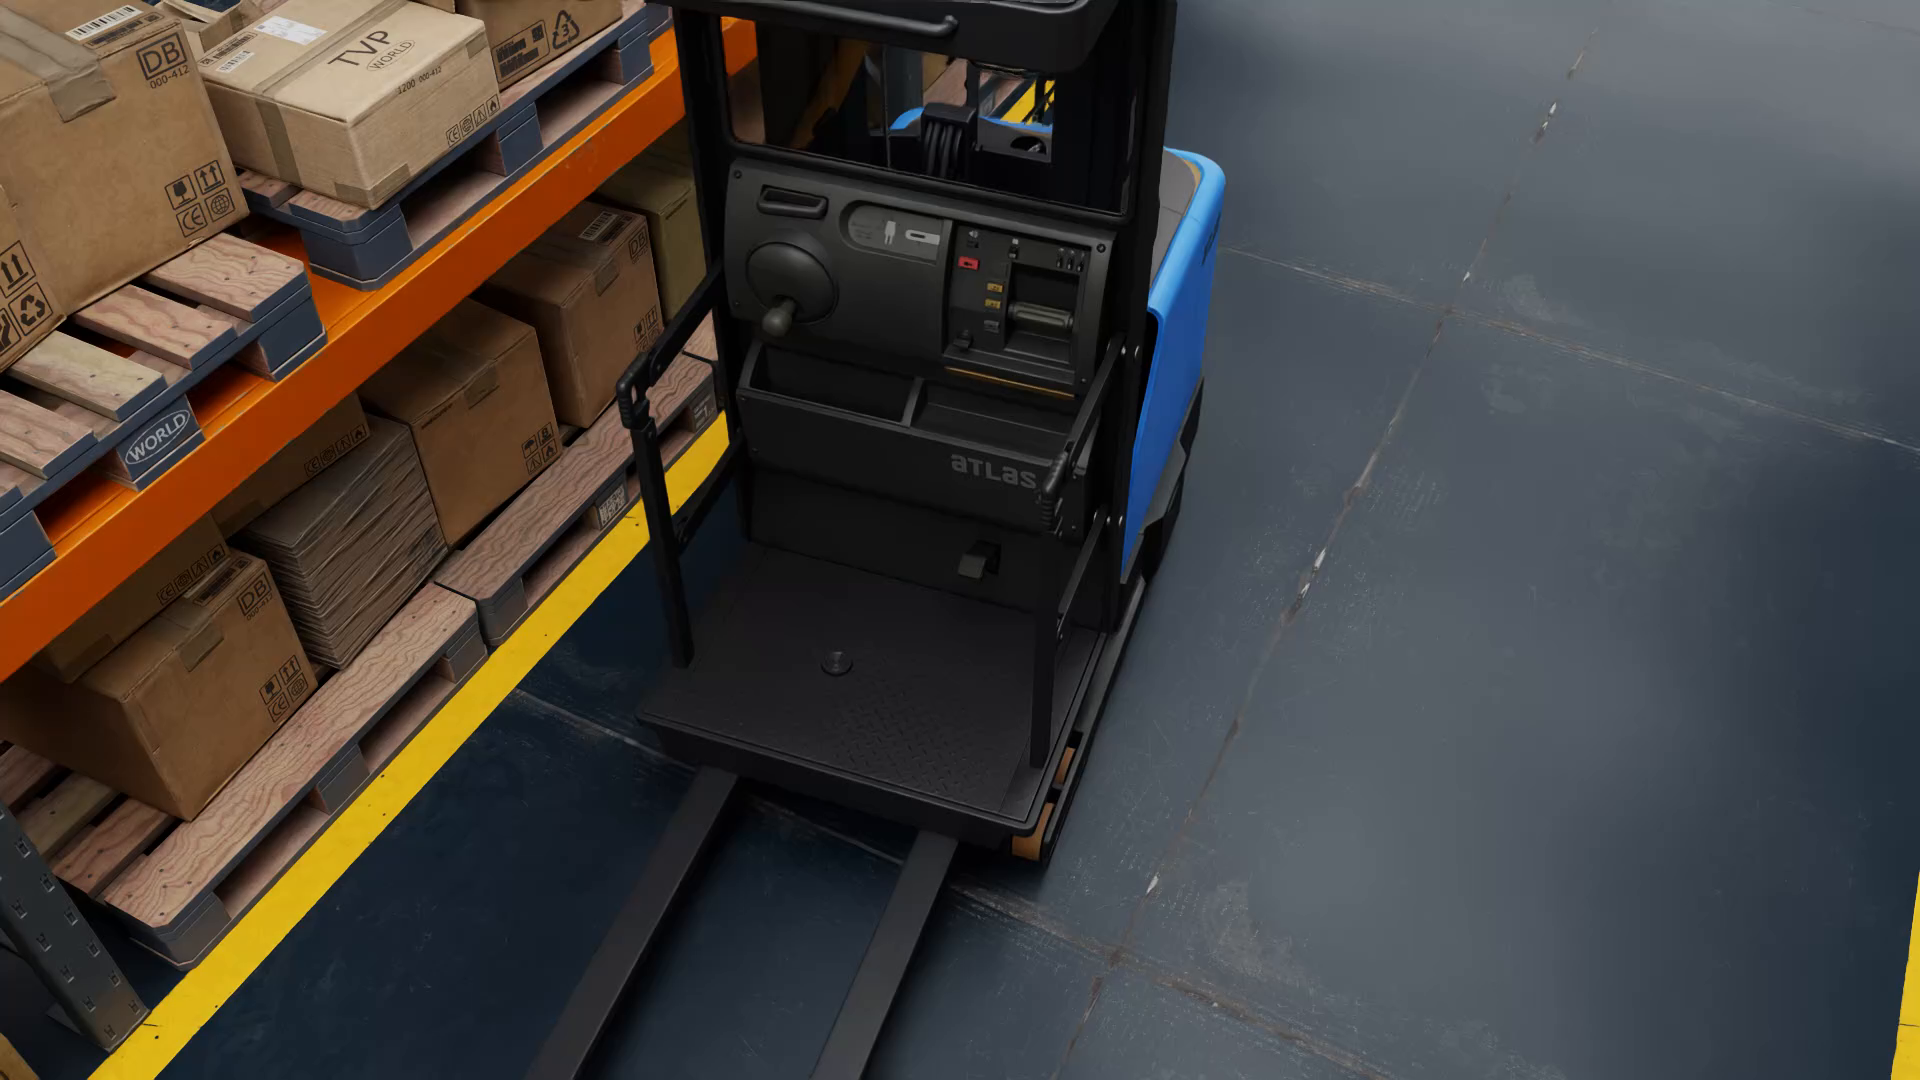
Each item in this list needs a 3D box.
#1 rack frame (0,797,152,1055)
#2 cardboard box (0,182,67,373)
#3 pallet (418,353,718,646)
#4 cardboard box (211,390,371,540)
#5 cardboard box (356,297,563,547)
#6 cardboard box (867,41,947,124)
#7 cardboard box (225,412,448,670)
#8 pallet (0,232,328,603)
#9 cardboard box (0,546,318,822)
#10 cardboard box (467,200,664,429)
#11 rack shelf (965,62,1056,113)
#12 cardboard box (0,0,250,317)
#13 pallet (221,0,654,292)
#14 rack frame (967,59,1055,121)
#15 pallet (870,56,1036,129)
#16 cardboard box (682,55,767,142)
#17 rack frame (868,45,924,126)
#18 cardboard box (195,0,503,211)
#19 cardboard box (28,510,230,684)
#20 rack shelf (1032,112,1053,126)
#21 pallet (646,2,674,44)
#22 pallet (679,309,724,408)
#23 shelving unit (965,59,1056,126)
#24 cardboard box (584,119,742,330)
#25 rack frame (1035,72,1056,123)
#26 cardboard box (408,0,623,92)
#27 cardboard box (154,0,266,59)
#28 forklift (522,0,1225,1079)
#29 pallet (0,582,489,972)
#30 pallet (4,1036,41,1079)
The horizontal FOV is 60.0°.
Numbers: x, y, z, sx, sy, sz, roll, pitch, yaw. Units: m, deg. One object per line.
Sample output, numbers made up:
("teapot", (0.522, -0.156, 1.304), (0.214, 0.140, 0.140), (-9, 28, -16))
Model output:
("rack frame", (-2.463, -0.014, 3.155), (1.000, 3.000, 0.127), (20, 49, 19))
("cardboard box", (-2.248, -0.550, 3.319), (0.500, 0.500, 0.500), (15, 47, 14))
("pallet", (-1.532, -0.291, 5.389), (1.003, 0.211, 1.213), (20, 49, 19))
("cardboard box", (-1.942, -0.323, 4.381), (0.500, 0.250, 0.500), (26, 51, 23))
("cardboard box", (-1.667, -0.432, 5.016), (0.700, 0.500, 0.500), (24, 50, 22))
("cardboard box", (-0.386, -2.042, 6.621), (0.500, 0.500, 0.500), (19, 48, 18))
("cardboard box", (-1.924, -0.072, 4.661), (0.700, 0.500, 0.500), (17, 48, 16))
("pallet", (-2.227, -0.431, 3.702), (1.213, 0.211, 1.003), (20, 49, 19))
("cardboard box", (-2.170, 0.281, 4.311), (0.700, 0.500, 0.500), (18, 48, 17))
("cardboard box", (-1.408, -0.783, 5.363), (0.700, 0.500, 0.500), (17, 48, 16))
("rack shelf", (0.335, -1.601, 5.229), (0.431, 0.370, 0.720), (14, 47, 13))
("cardboard box", (-2.078, -0.935, 3.699), (0.700, 0.500, 0.500), (28, 51, 25))
("pallet", (-1.581, -1.207, 4.469), (1.003, 0.211, 1.213), (20, 49, 19))
("rack frame", (0.214, -1.081, 5.264), (0.400, 1.500, 0.023), (14, 47, 13))
("pallet", (-0.326, -1.988, 7.067), (1.003, 0.211, 1.213), (20, 49, 19))
("cardboard box", (-0.911, -1.430, 6.003), (0.700, 0.500, 0.500), (17, 48, 16))
("rack frame", (-0.607, -2.534, 5.645), (1.000, 3.000, 0.127), (20, 49, 19))
("cardboard box", (-1.482, -1.089, 4.027), (0.500, 0.250, 0.500), (19, 48, 18))
("cardboard box", (-2.179, 0.014, 4.048), (0.500, 0.250, 0.500), (22, 49, 21))
("rack shelf", (0.335, -1.097, 5.738), (0.431, 0.370, 0.720), (14, 47, 13))
("pallet", (-1.090, -2.033, 5.285), (1.003, 0.211, 1.213), (20, 49, 19))
("pallet", (-0.967, -1.063, 6.152), (1.003, 0.211, 1.213), (20, 49, 19))
("shelving unit", (0.335, -1.326, 5.506), (0.431, 1.500, 0.755), (14, 47, 13))
("cardboard box", (-1.149, -1.136, 5.712), (0.700, 0.500, 0.500), (20, 49, 19))
("rack frame", (0.457, -1.572, 5.749), (0.400, 1.500, 0.023), (14, 47, 13))
("cardboard box", (-1.330, -1.595, 4.350), (0.797, 0.503, 0.637), (25, 51, 23))
("cardboard box", (-1.929, -1.254, 4.180), (0.396, 0.266, 0.258), (19, 48, 18))
("forklift", (-0.180, -0.517, 3.700), (1.130, 2.935, 3.031), (14, 47, 13))
("pallet", (-2.099, 0.474, 4.633), (1.003, 0.211, 1.213), (20, 49, 19))
("pallet", (-2.896, 1.438, 3.680), (1.003, 0.211, 1.213), (20, 49, 19))
